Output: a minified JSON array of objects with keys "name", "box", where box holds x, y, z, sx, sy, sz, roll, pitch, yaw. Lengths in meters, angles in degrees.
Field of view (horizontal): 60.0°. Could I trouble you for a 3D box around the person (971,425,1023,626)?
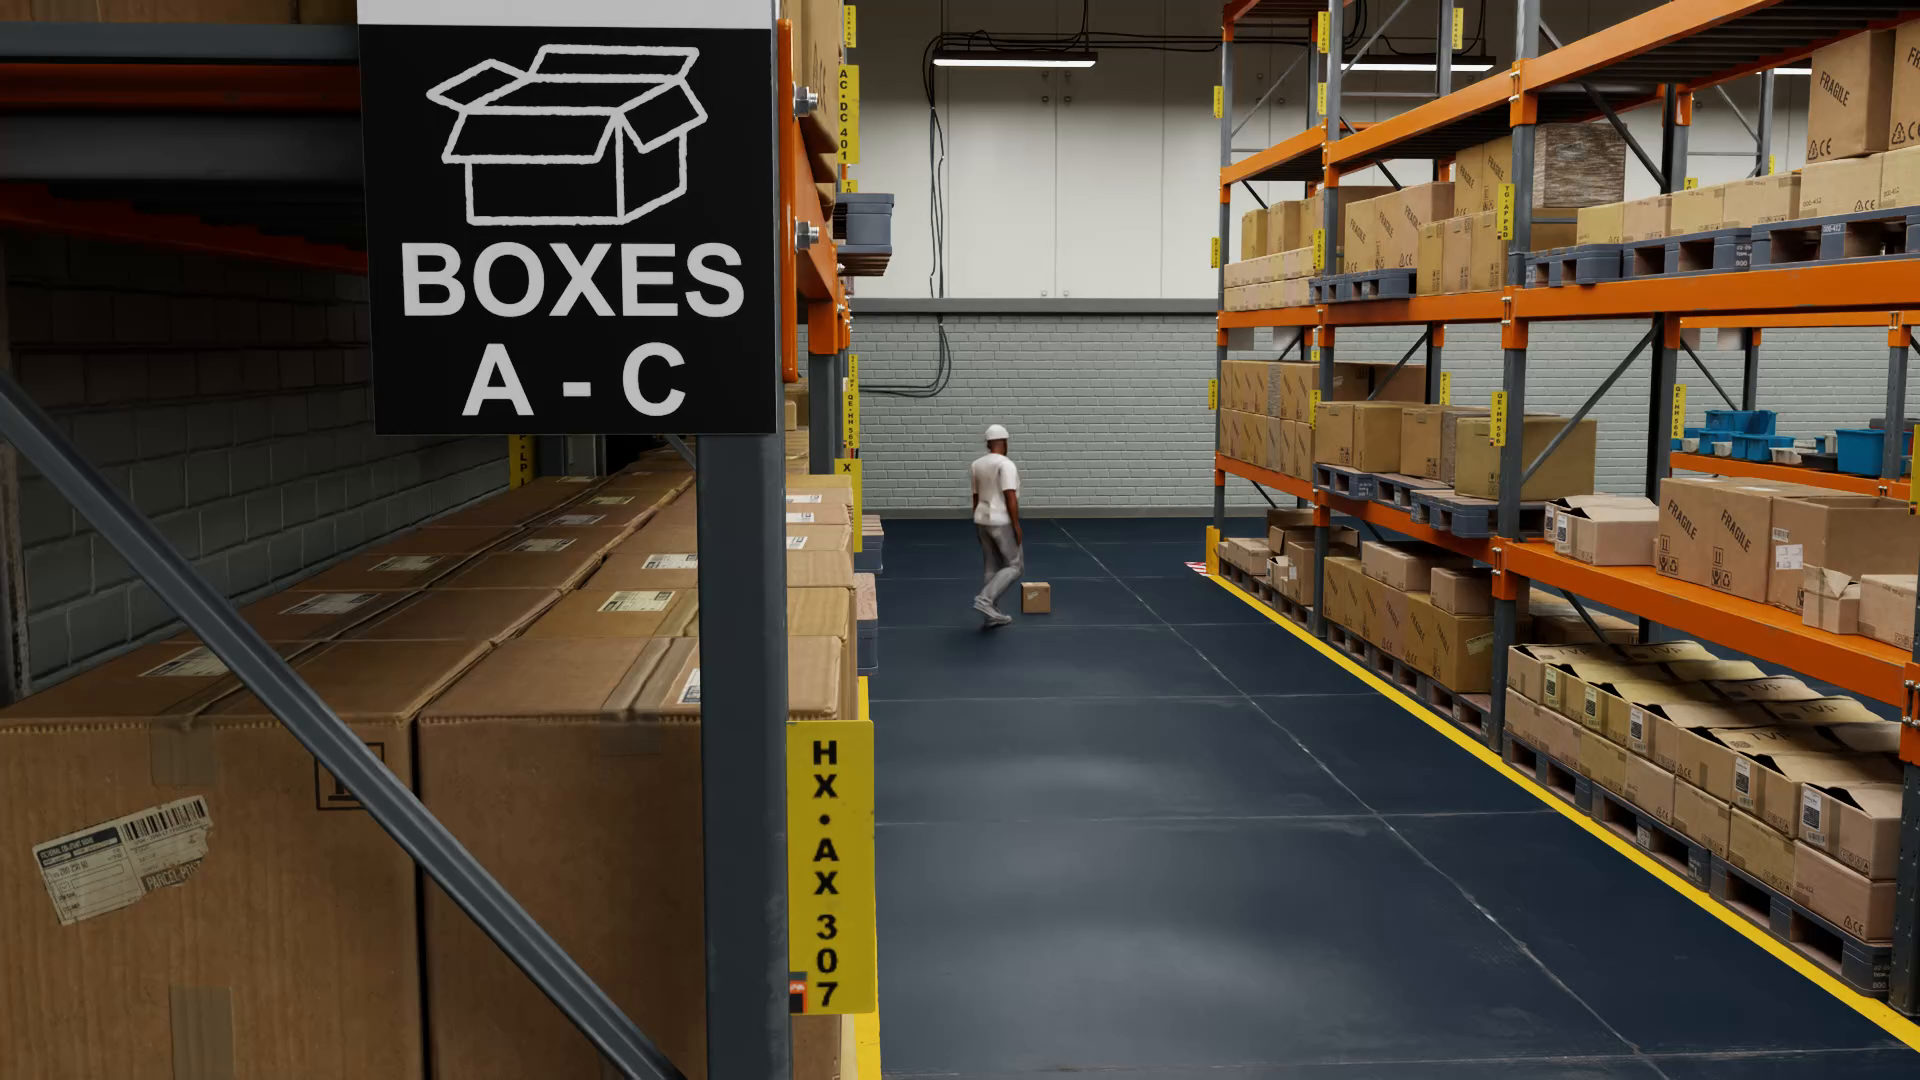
[{"name":"person","box":[0.269,-0.119,14.559,0.553,1.766,0.613,-5,8,-35]}]
